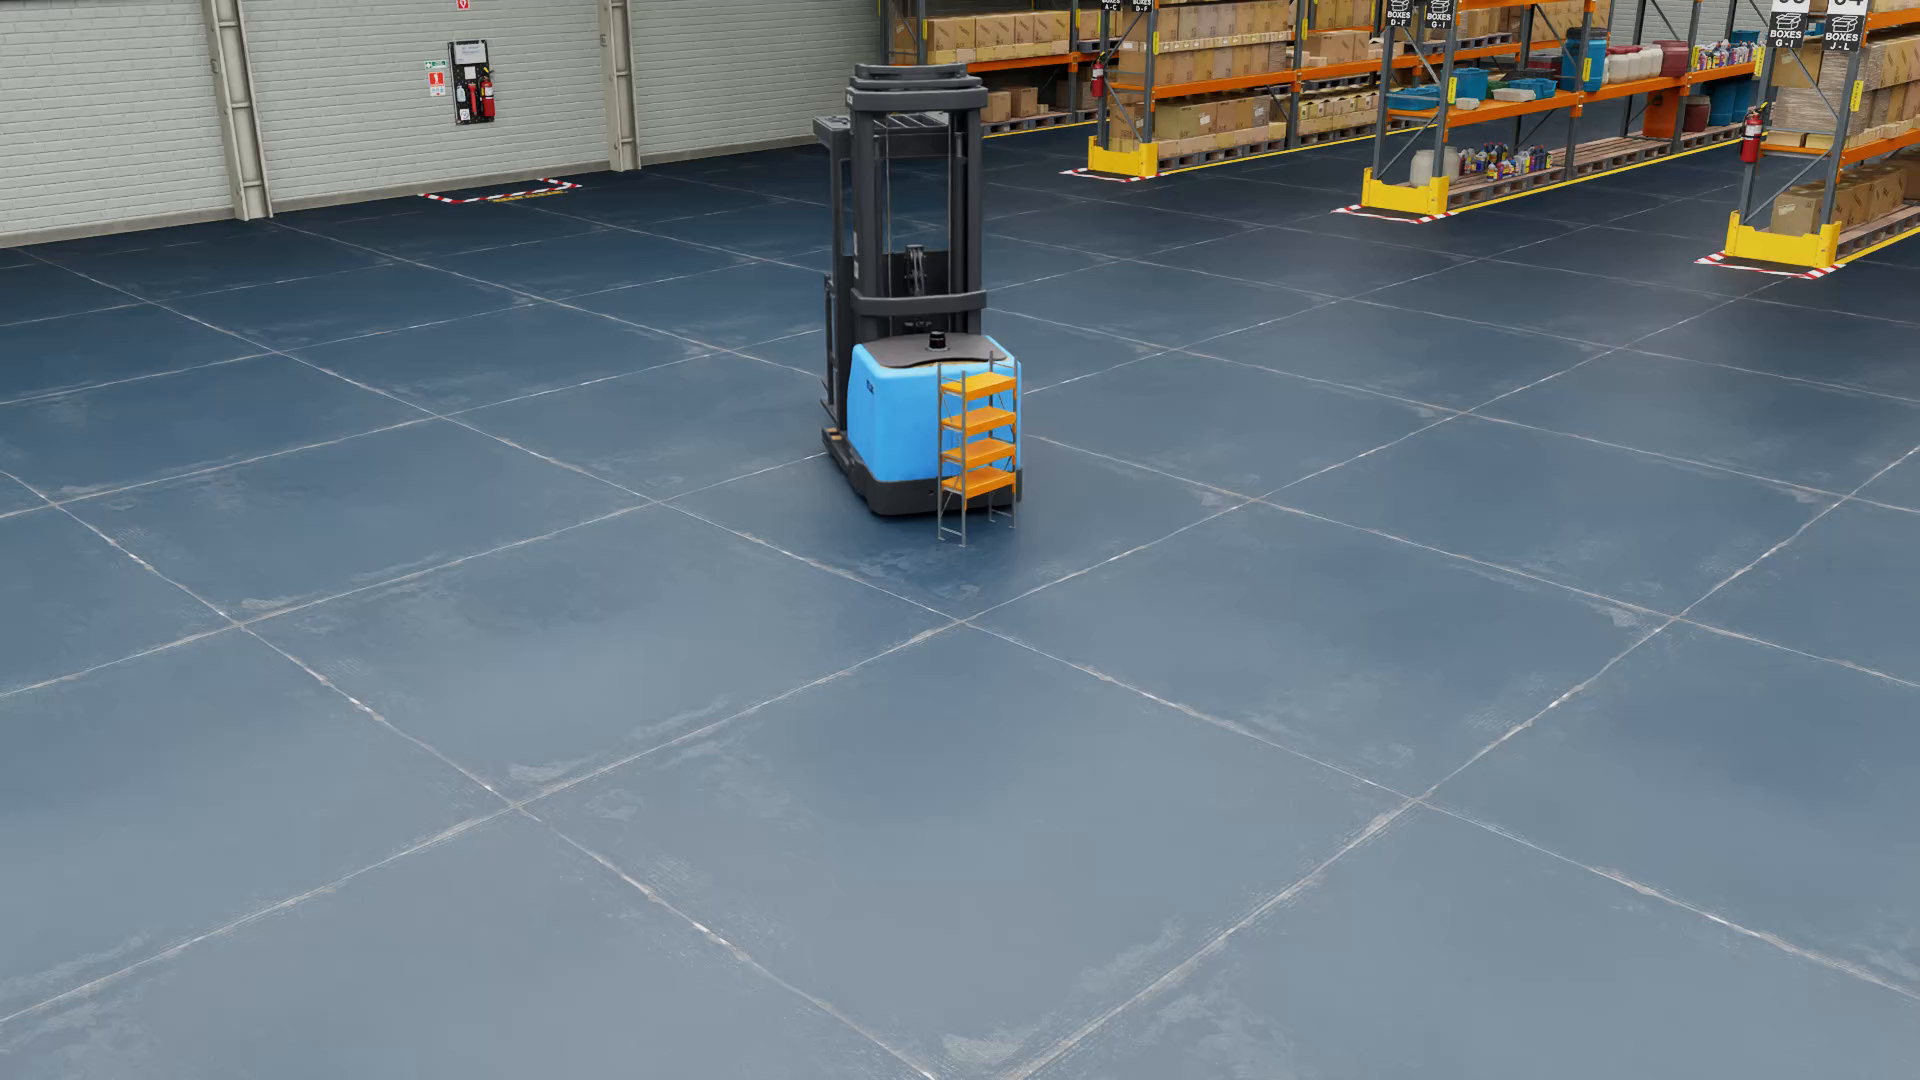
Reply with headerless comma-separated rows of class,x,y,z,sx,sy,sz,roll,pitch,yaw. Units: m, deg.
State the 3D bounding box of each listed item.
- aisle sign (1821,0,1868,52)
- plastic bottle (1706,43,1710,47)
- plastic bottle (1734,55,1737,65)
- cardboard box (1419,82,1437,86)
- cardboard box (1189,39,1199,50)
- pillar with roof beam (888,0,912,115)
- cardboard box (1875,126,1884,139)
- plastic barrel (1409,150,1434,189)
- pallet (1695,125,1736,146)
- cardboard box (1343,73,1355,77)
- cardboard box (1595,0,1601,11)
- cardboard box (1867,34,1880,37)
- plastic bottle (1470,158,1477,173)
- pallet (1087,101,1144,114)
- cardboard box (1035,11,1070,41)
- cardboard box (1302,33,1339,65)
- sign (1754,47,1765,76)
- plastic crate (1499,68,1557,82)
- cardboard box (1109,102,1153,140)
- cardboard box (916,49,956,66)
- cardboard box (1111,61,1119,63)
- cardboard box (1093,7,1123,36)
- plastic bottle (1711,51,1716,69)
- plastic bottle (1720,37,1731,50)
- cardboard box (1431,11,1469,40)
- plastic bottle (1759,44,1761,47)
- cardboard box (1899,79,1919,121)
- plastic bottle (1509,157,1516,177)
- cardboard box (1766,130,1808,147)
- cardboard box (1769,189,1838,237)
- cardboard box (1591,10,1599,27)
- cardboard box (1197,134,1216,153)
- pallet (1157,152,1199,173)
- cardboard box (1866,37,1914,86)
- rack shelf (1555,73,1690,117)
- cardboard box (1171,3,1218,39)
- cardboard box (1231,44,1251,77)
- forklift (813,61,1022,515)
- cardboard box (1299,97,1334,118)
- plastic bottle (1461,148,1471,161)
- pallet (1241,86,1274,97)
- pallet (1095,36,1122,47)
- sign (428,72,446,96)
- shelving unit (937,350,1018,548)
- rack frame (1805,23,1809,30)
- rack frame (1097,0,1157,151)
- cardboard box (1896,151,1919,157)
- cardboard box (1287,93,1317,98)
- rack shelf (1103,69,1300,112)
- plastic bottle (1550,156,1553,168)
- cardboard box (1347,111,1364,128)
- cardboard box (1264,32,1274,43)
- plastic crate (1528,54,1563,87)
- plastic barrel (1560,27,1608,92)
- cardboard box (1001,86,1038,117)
aisle sign,9.828,-5.832,18.444,0.394,0.787,0.004,19,28,41
plastic bottle,13.527,-8.833,30.055,0.097,0.271,0.097,0,21,0
plastic bottle,13.512,-8.405,29.037,0.097,0.201,0.097,0,21,0
cardboard box,9.025,-8.466,31.792,0.500,0.500,0.500,18,27,39
cardboard box,3.524,-7.783,26.099,0.380,0.149,0.250,19,28,40
pillar with roof beam,1.962,-10.548,25.975,9.100,9.000,0.400,19,28,41
cardboard box,10.893,-4.929,20.068,0.380,0.149,0.250,19,28,41
plastic barrel,6.512,-5.172,23.233,0.421,0.512,0.421,0,21,0
pallet,13.059,-7.229,29.589,1.003,0.211,1.213,19,28,41
cardboard box,8.688,-10.969,38.331,0.500,0.500,0.700,-19,28,-41
cardboard box,13.257,-11.503,35.288,0.500,0.500,0.500,-19,28,-41
cardboard box,10.913,-5.949,20.425,0.500,0.500,0.500,19,28,41
plastic bottle,7.596,-5.548,24.616,0.097,0.201,0.097,0,21,0
pallet,3.193,-8.671,33.340,1.003,0.211,1.213,19,28,41
cardboard box,1.691,-9.547,30.869,0.500,0.500,0.500,19,28,41
cardboard box,6.266,-8.594,29.112,0.500,0.500,0.500,-18,27,-38
sign,9.272,-5.542,19.257,0.100,0.325,0.005,19,28,41
plastic crate,8.441,-6.846,24.791,0.767,0.338,0.504,19,28,41
cardboard box,2.722,-6.665,26.436,0.500,0.500,0.500,19,28,41
cardboard box,-0.423,-8.414,28.966,0.500,0.250,0.500,18,28,39
cardboard box,3.327,-9.411,33.205,0.500,0.250,0.500,19,28,40
cardboard box,3.011,-10.150,32.549,0.500,0.500,0.700,-16,26,-35
plastic bottle,12.832,-8.183,28.346,0.061,0.283,0.133,19,28,41
plastic bottle,13.973,-8.991,30.355,0.144,0.351,0.185,19,28,41
cardboard box,9.275,-9.866,31.839,0.500,0.500,0.700,-14,25,-32
plastic bottle,14.307,-8.726,29.760,0.061,0.283,0.133,19,28,41
cardboard box,11.438,-5.550,20.778,0.875,0.500,0.500,19,28,41
plastic bottle,8.046,-5.435,24.224,0.097,0.271,0.097,0,21,0
cardboard box,9.707,-4.717,19.517,0.380,0.149,0.250,19,28,41
cardboard box,10.104,-3.895,19.927,0.500,0.500,0.500,-14,25,-32
cardboard box,13.246,-11.032,35.457,0.500,0.500,0.500,20,28,41
cardboard box,3.790,-6.443,26.903,0.500,0.250,0.500,19,28,41
pallet,3.064,-6.095,26.639,1.003,0.211,1.213,19,28,41
cardboard box,10.937,-5.691,19.752,0.500,0.500,0.500,19,28,41
rack shelf,10.293,-7.156,26.514,1.077,0.370,4.000,19,28,41
cardboard box,3.647,-8.239,26.381,0.700,0.500,0.500,19,28,41
cardboard box,4.330,-7.884,27.266,0.500,0.500,0.700,-20,28,-41
forklift,-0.444,-2.033,12.279,1.130,2.935,3.031,-6,22,-14
cardboard box,6.171,-7.564,29.038,0.500,0.311,0.500,19,28,40
plastic bottle,7.479,-5.637,24.639,0.185,0.351,0.144,-19,28,-40
pallet,6.045,-9.680,35.964,1.003,0.211,1.213,19,28,41
pallet,3.238,-9.877,32.857,1.003,0.211,1.213,19,28,41
sign,-7.519,-6.558,23.905,0.001,0.329,0.234,19,28,41
shelving unit,0.115,-0.603,10.970,0.258,1.200,0.503,19,28,41
rack frame,17.269,-10.062,33.073,1.000,3.000,0.127,19,28,41
rack frame,2.561,-7.190,25.600,1.000,3.000,0.127,19,28,41
cardboard box,13.236,-5.047,22.895,0.700,0.500,0.500,19,28,40
cardboard box,6.137,-7.831,29.734,0.500,0.311,0.500,19,28,40
rack shelf,3.956,-7.368,27.067,1.077,0.370,4.000,19,28,41
plastic bottle,8.868,-5.705,25.025,0.097,0.201,0.097,0,21,0
cardboard box,6.883,-7.568,29.830,0.500,0.250,0.500,-20,28,-41
cardboard box,4.960,-8.313,27.479,0.380,0.149,0.250,18,28,39
plastic crate,9.016,-7.208,25.559,0.402,0.464,0.583,19,28,41
plastic barrel,9.384,-7.235,25.018,0.600,0.901,0.708,19,28,41
cardboard box,1.104,-8.219,31.148,0.500,0.500,0.500,17,27,37
